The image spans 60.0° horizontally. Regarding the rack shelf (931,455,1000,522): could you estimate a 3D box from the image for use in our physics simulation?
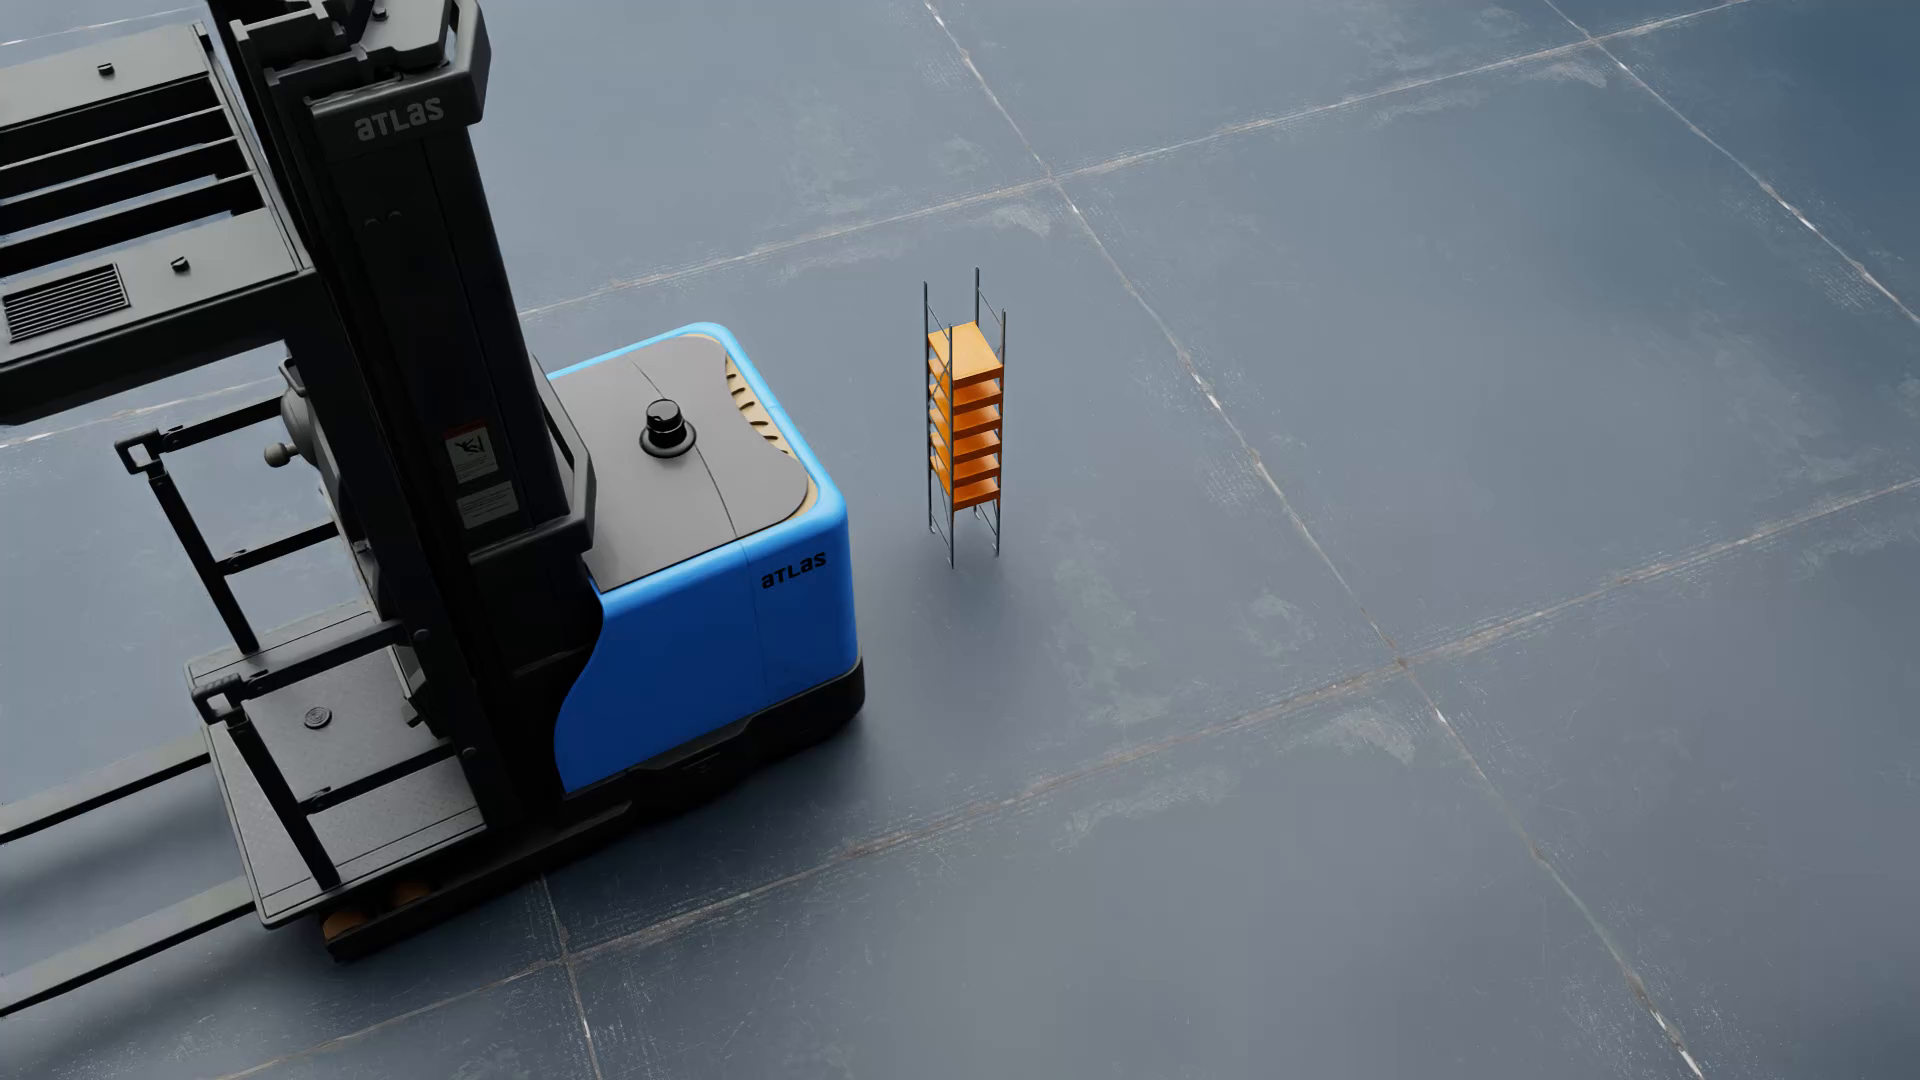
[{"bbox_3d":[0.013,-0.210,6.014,0.180,0.103,0.258,-17,52,-14],"label":"rack shelf"}]

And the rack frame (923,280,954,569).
[{"bbox_3d":[-0.071,-0.369,5.776,0.006,1.200,0.240,-17,52,-14],"label":"rack frame"}]

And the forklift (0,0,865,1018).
[{"bbox_3d":[-1.865,-0.135,4.434,3.031,2.935,1.130,-23,53,-18],"label":"forklift"}]

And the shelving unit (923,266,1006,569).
[{"bbox_3d":[0.013,-0.395,5.798,0.189,1.200,0.258,-17,52,-14],"label":"shelving unit"}]

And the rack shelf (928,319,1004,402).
[{"bbox_3d":[0.013,-0.601,5.559,0.180,0.103,0.258,-17,52,-14],"label":"rack shelf"}]

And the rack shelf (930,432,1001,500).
[{"bbox_3d":[0.013,-0.288,5.923,0.180,0.103,0.258,-17,52,-14],"label":"rack shelf"}]

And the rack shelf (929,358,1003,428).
[{"bbox_3d":[0.013,-0.522,5.650,0.180,0.103,0.258,-17,52,-14],"label":"rack shelf"}]

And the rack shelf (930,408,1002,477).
[{"bbox_3d":[0.013,-0.366,5.832,0.180,0.103,0.258,-17,52,-14],"label":"rack shelf"}]

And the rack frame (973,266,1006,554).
[{"bbox_3d":[0.098,-0.421,5.821,0.006,1.200,0.240,-17,52,-14],"label":"rack frame"}]

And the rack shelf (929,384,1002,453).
[{"bbox_3d":[0.013,-0.444,5.741,0.180,0.103,0.258,-17,52,-14],"label":"rack shelf"}]
